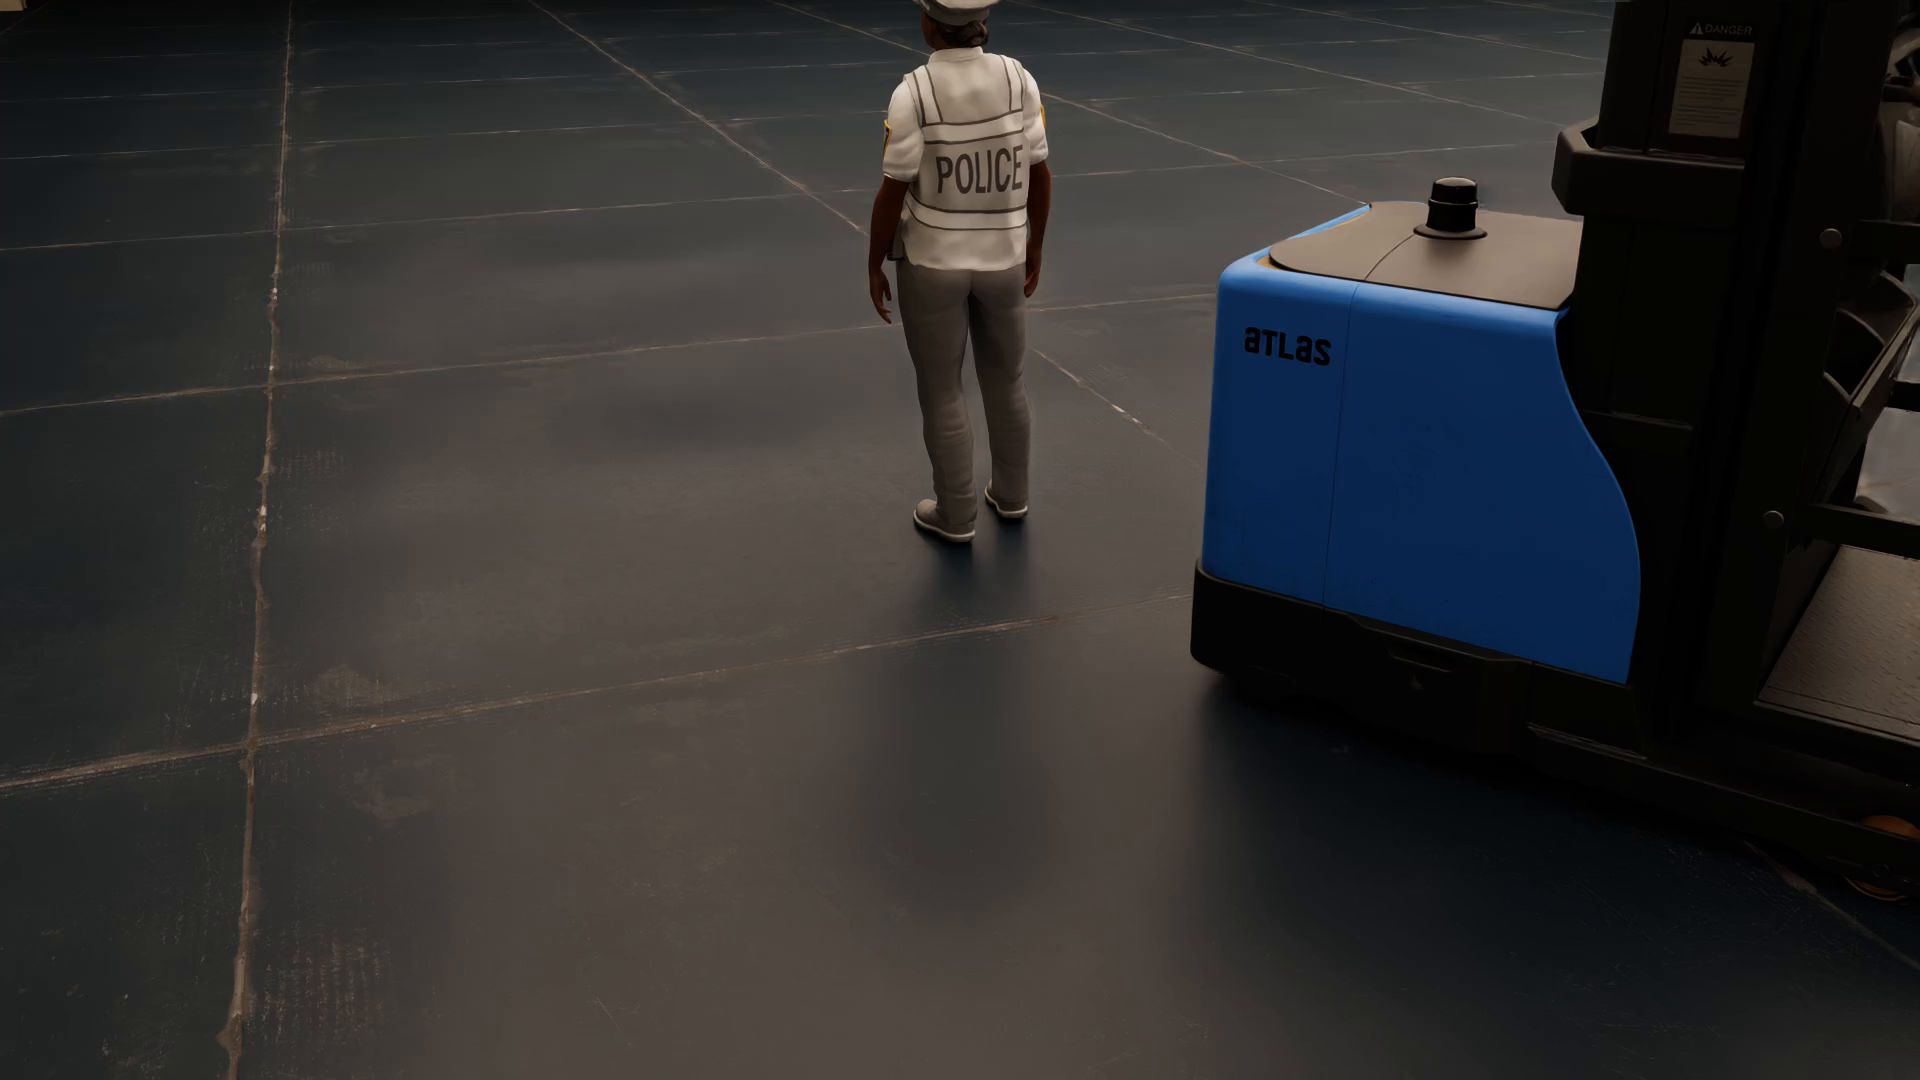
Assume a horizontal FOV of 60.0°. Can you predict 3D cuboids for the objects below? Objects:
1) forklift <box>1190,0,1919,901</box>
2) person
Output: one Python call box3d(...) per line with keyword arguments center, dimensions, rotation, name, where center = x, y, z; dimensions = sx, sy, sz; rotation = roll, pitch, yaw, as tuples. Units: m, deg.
box3d(center=(2.082, -0.816, 3.239), dimensions=(3.031, 2.935, 1.130), rotation=(15, 27, 32), name="forklift")
box3d(center=(-0.008, -0.818, 4.819), dimensions=(0.570, 1.697, 0.528), rotation=(-8, 24, -18), name="person")
